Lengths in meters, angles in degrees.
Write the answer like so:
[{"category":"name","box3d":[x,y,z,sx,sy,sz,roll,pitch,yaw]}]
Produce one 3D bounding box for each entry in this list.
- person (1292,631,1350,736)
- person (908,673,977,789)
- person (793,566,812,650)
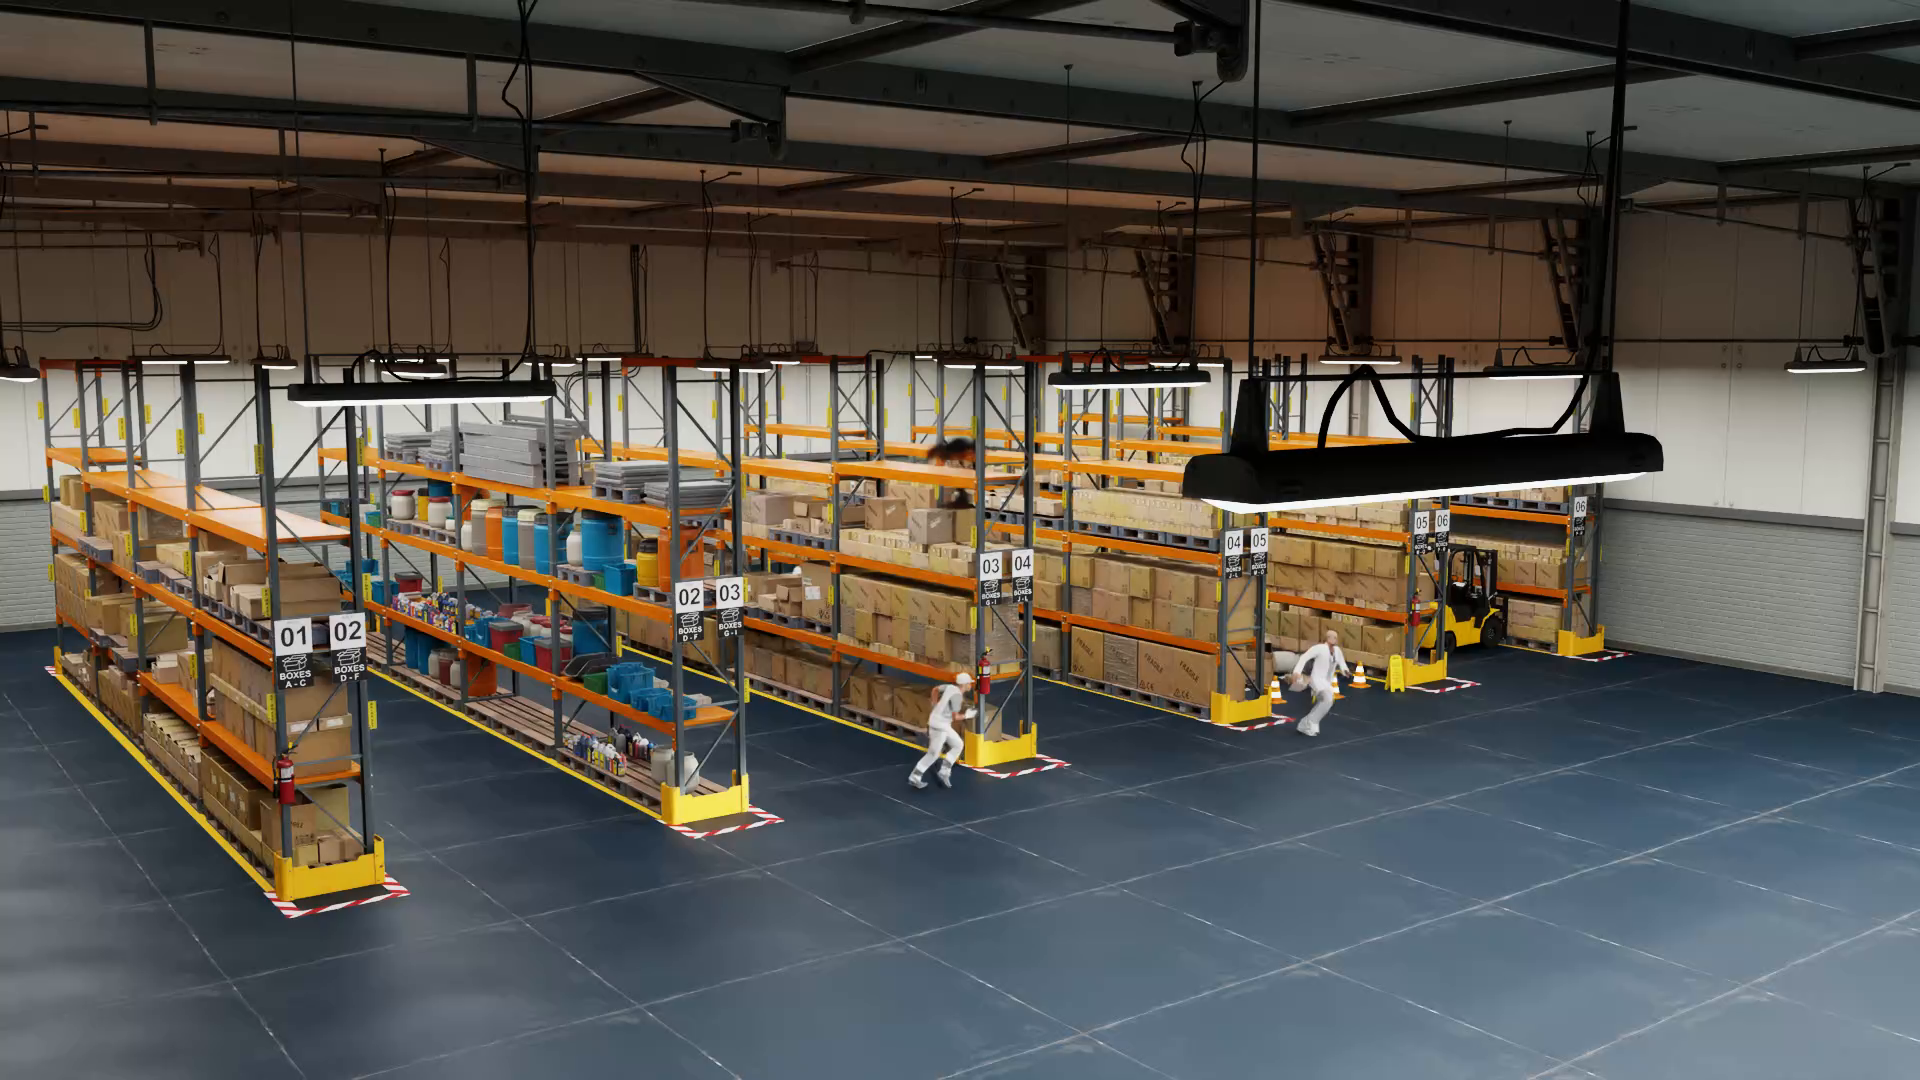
[{"category":"person","box3d":[5.877,2.306,26.751,0.879,1.693,0.757,-6,9,-43]},{"category":"person","box3d":[-0.261,2.709,23.522,0.985,1.674,0.705,-1,7,-9]},{"category":"person","box3d":[-3.386,1.389,34.074,0.975,1.750,0.659,6,9,42]}]
